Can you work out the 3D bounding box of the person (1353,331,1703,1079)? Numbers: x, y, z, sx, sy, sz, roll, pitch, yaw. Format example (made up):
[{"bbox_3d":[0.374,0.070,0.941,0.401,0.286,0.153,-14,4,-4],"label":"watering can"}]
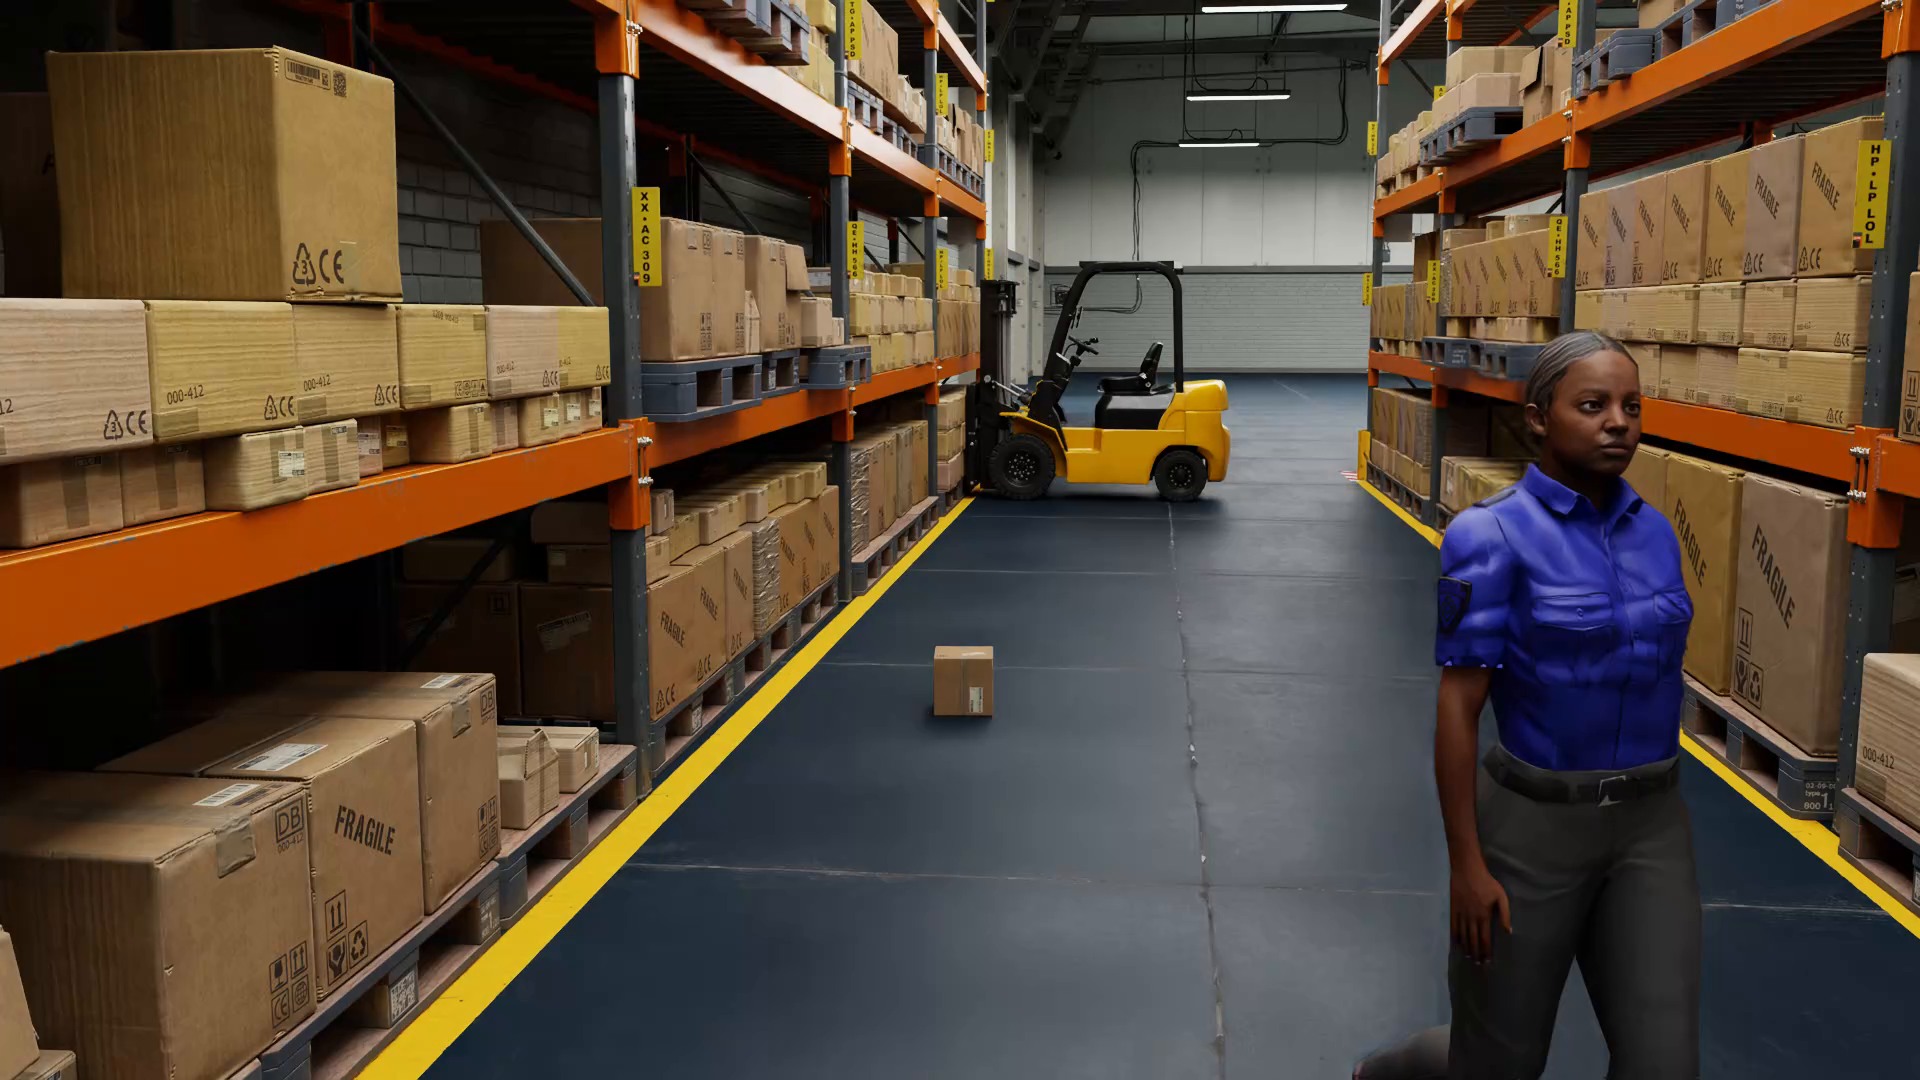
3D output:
[{"bbox_3d":[0.953,0.479,2.703,0.454,1.624,0.799,-2,8,-16],"label":"person"}]
